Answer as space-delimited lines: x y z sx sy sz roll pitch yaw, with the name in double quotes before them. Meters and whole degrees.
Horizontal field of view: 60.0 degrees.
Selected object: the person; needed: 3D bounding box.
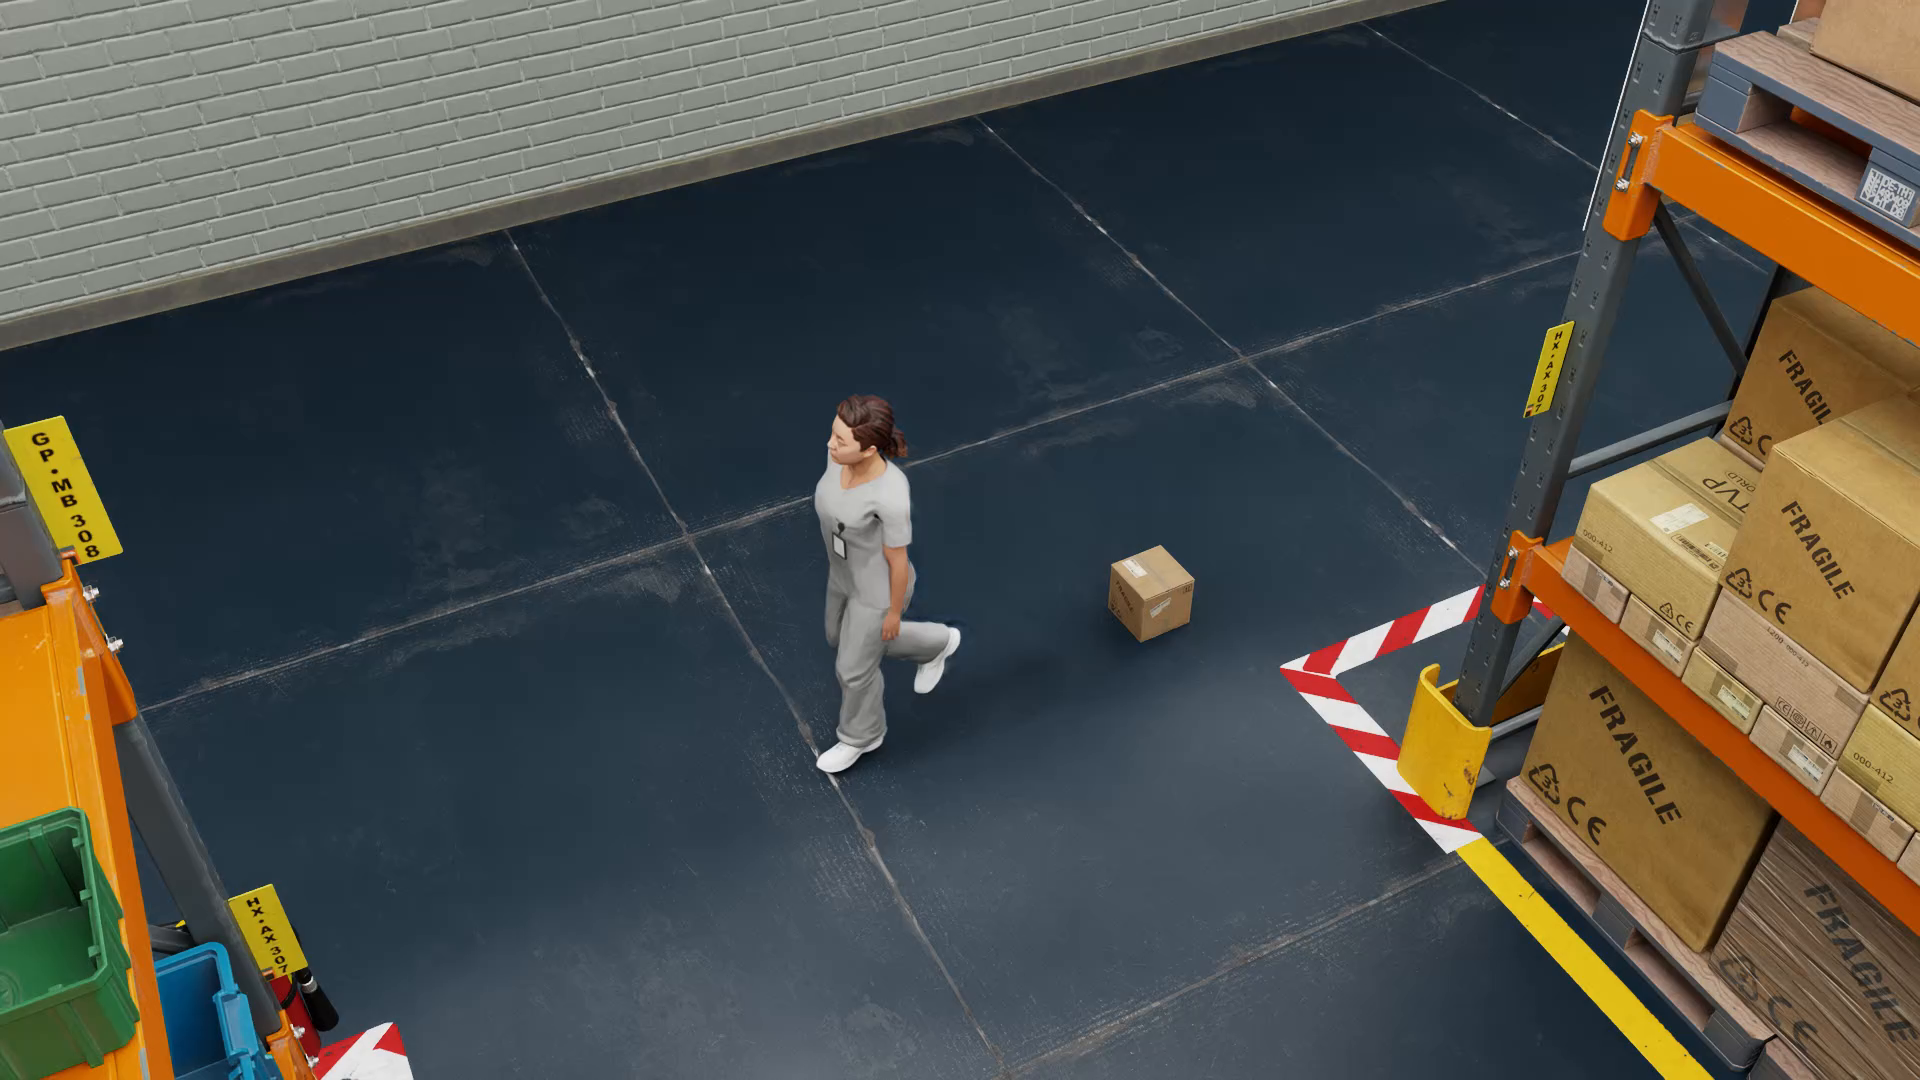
"person" -0.275 0.117 6.003 0.709 1.652 0.453 -23 46 -24
